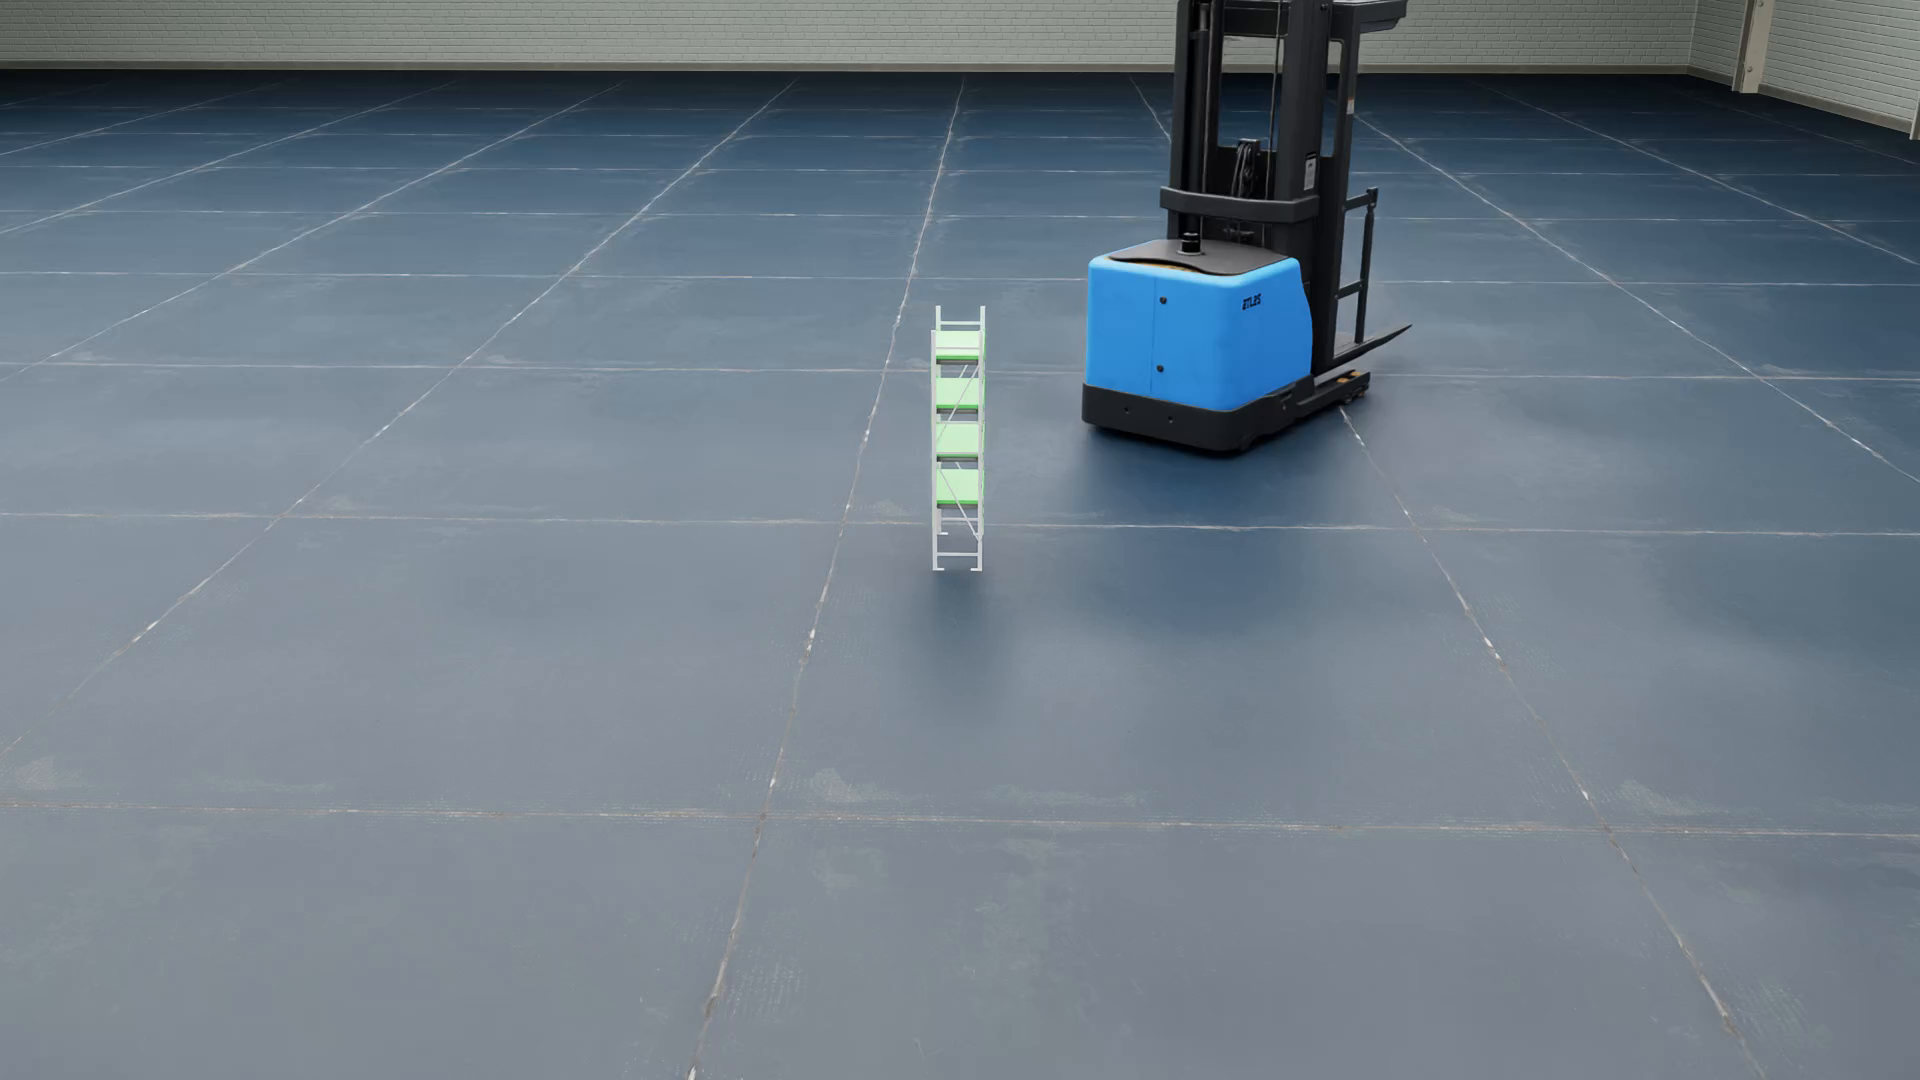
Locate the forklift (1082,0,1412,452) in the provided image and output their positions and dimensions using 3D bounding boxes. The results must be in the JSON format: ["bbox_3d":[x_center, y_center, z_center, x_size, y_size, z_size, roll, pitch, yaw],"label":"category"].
[{"bbox_3d":[2.049,-2.351,10.535,1.130,2.935,3.031,16,26,35],"label":"forklift"}]

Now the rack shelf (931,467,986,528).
[{"bbox_3d":[-0.005,-0.216,8.268,0.258,0.148,0.480,1,21,2],"label":"rack shelf"}]

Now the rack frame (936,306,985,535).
[{"bbox_3d":[0.002,-0.588,8.385,0.240,1.200,0.015,1,21,2],"label":"rack frame"}]

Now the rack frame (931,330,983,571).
[{"bbox_3d":[-0.012,-0.411,7.930,0.240,1.200,0.015,1,21,2],"label":"rack frame"}]

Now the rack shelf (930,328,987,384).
[{"bbox_3d":[-0.005,-0.887,8.007,0.258,0.148,0.480,1,21,2],"label":"rack shelf"}]

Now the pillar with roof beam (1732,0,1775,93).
[{"bbox_3d":[8.900,-11.780,26.450,9.100,9.000,0.400,1,21,2],"label":"pillar with roof beam"}]

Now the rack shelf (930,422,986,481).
[{"bbox_3d":[-0.005,-0.440,8.181,0.258,0.148,0.480,1,21,2],"label":"rack shelf"}]

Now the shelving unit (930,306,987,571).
[{"bbox_3d":[-0.005,-0.500,8.158,0.258,1.200,0.503,1,21,2],"label":"shelving unit"}]

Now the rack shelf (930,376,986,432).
[{"bbox_3d":[-0.005,-0.664,8.094,0.258,0.148,0.480,1,21,2],"label":"rack shelf"}]

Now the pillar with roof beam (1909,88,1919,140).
[{"bbox_3d":[8.717,-9.611,20.859,9.100,9.000,0.400,1,21,2],"label":"pillar with roof beam"}]
